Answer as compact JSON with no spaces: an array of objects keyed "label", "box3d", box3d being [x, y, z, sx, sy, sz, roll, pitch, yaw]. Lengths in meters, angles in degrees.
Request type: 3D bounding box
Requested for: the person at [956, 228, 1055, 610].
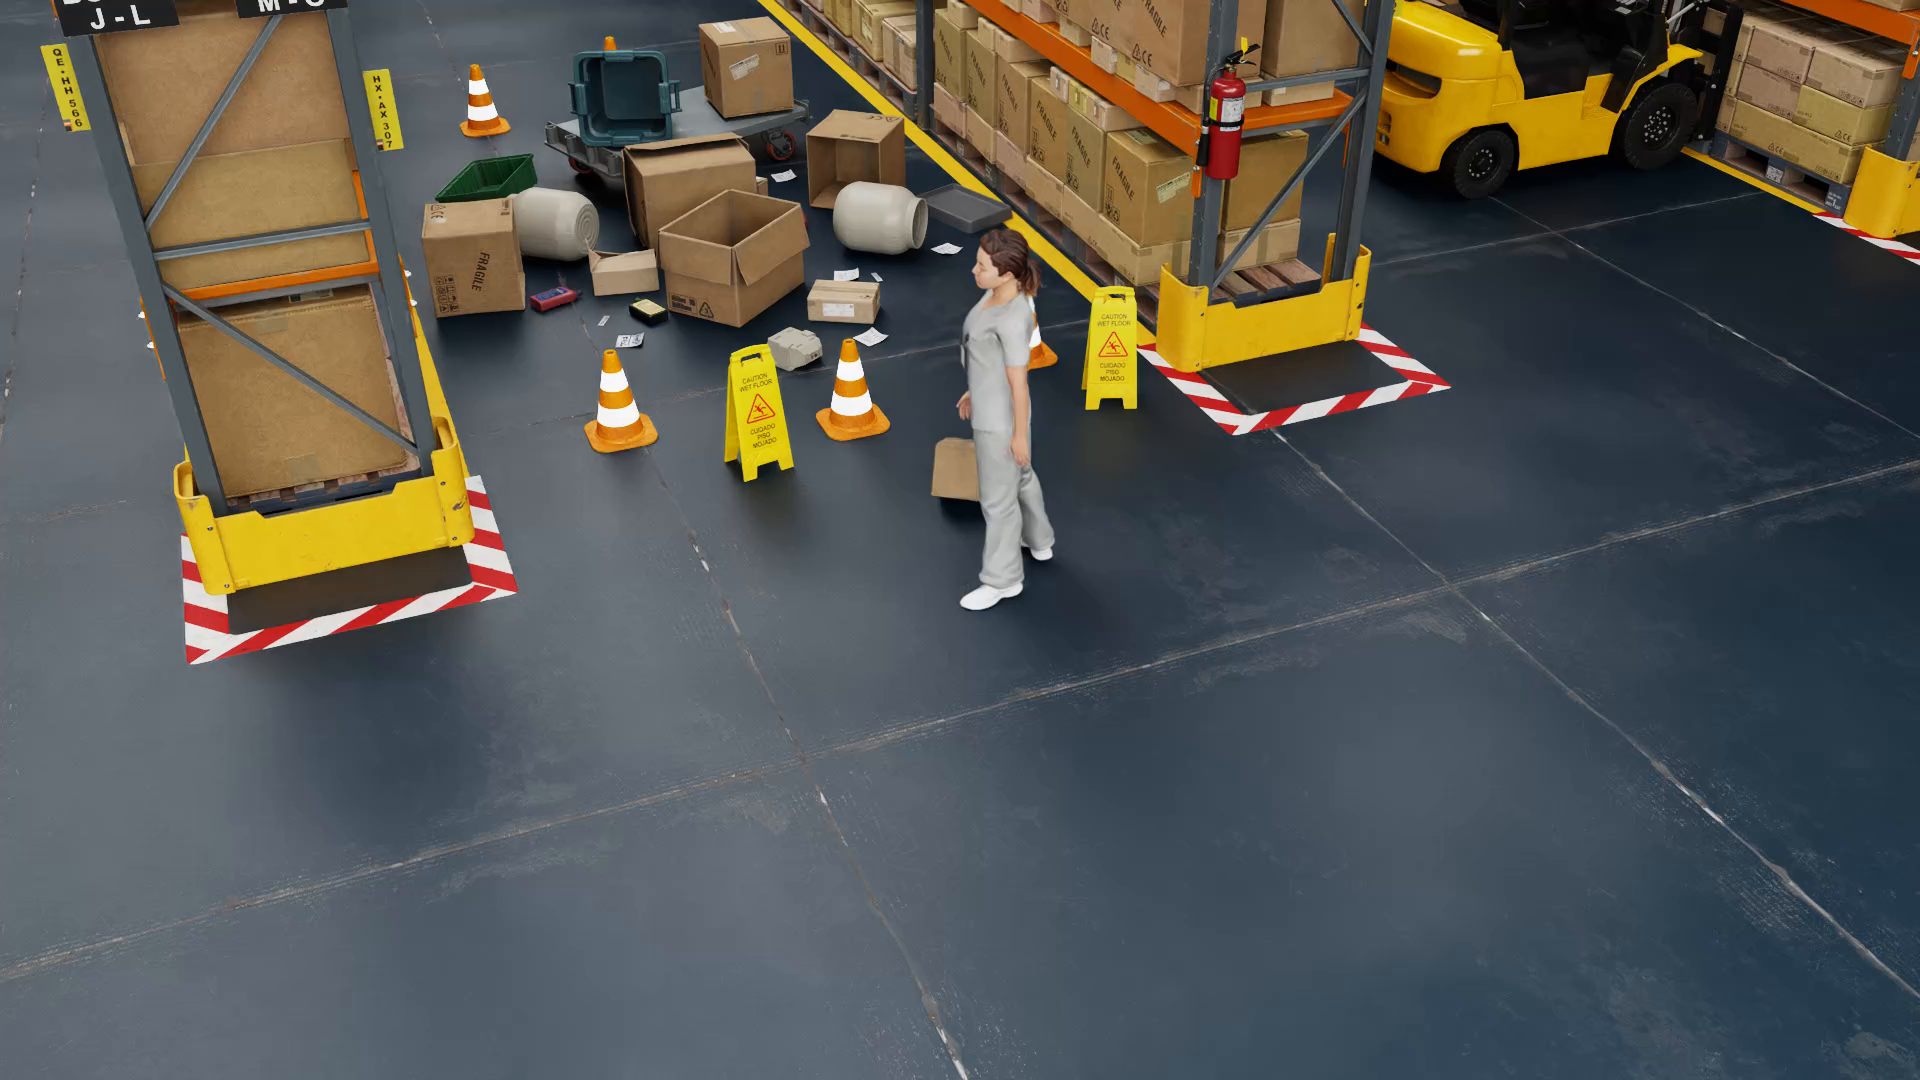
[{"label":"person","box3d":[0.206,-0.547,6.974,0.445,1.658,0.625,0,34,0]}]
